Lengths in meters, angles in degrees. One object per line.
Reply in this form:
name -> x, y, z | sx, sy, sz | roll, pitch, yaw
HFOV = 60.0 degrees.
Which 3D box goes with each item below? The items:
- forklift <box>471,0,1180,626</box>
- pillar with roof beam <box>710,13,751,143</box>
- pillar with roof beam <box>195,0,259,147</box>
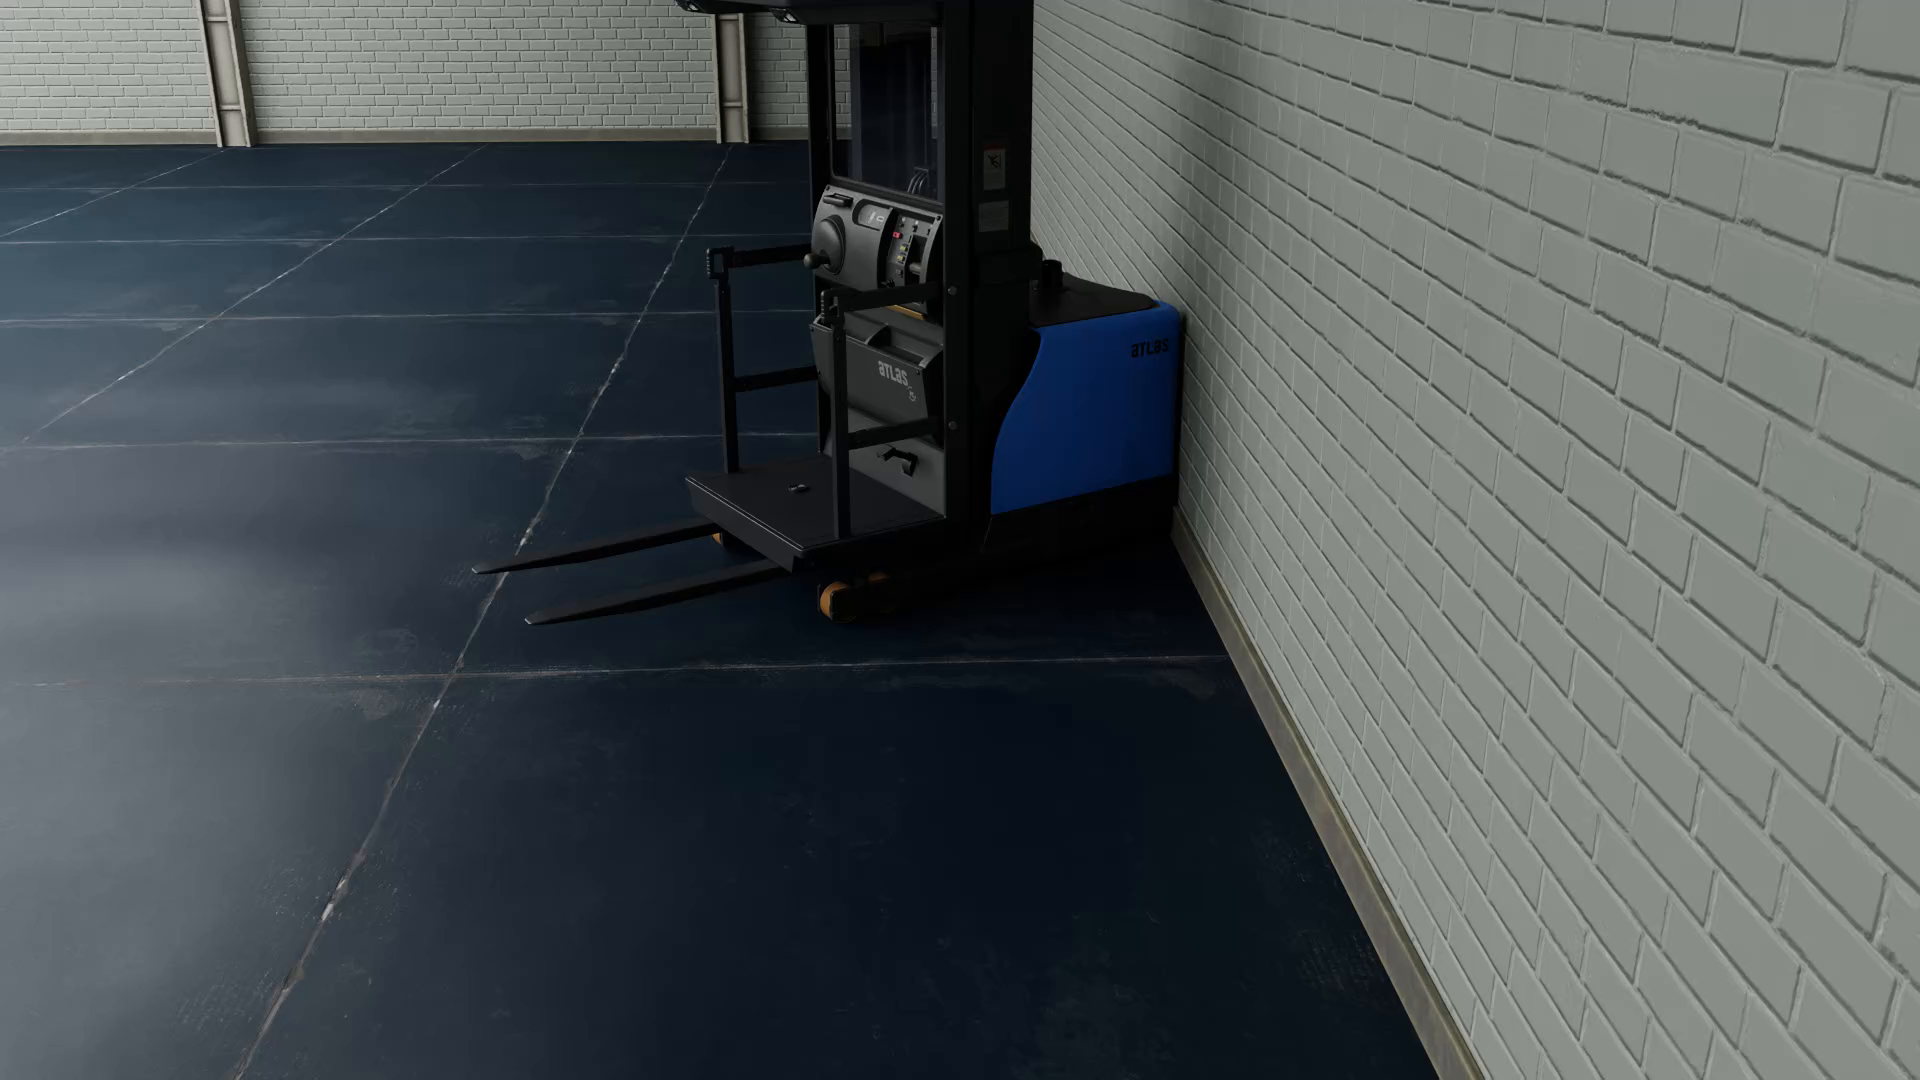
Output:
forklift -> -0.523, -1.246, 6.774 | 3.031, 2.935, 1.130 | -13, 25, -31
pillar with roof beam -> -2.550, -7.608, 14.957 | 0.400, 9.000, 9.100 | -1, 21, -3
pillar with roof beam -> -8.540, -7.486, 14.637 | 0.400, 9.000, 9.100 | -1, 21, -3
